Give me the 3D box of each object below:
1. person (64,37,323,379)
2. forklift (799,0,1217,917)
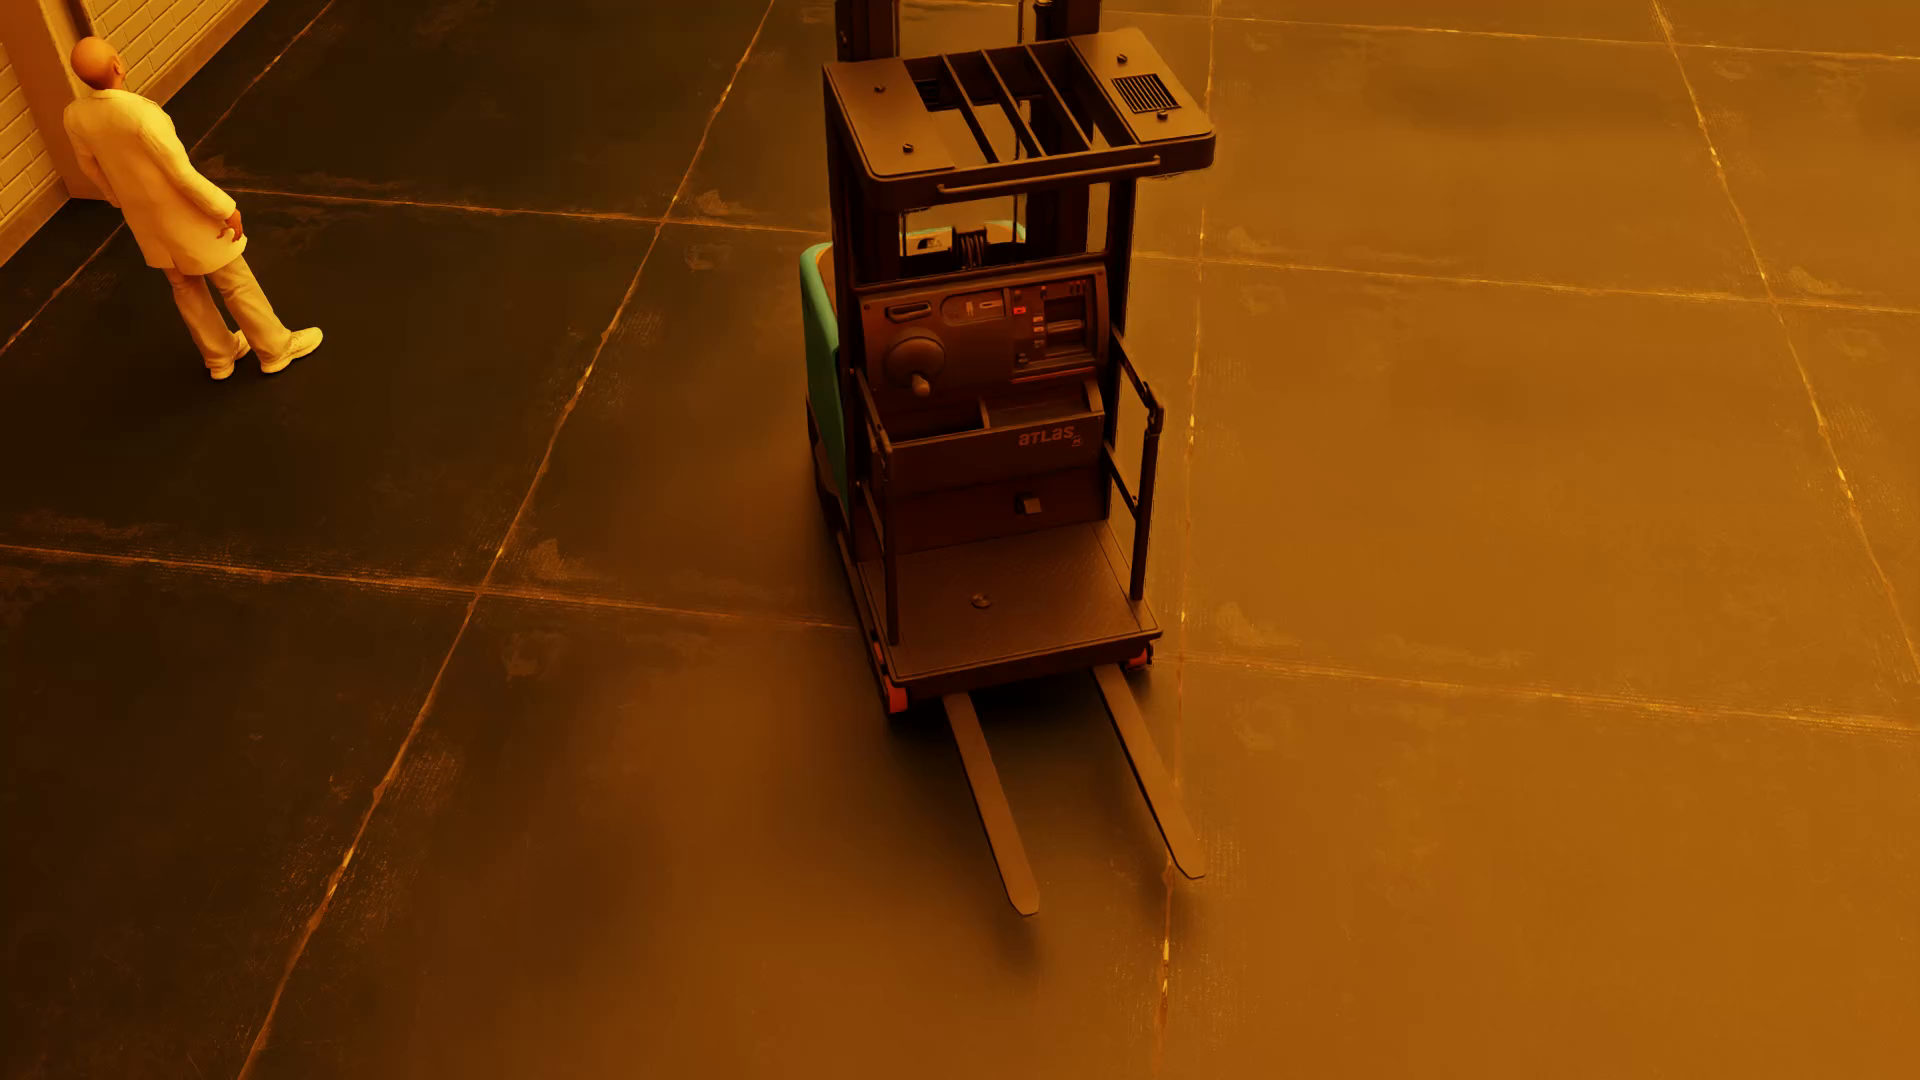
[{"bbox_3d":[-3.623,-1.565,7.771,0.695,1.775,0.583,12,44,13],"label":"person"},{"bbox_3d":[0.153,-0.681,5.965,1.130,2.935,3.031,-10,44,-11],"label":"forklift"}]
